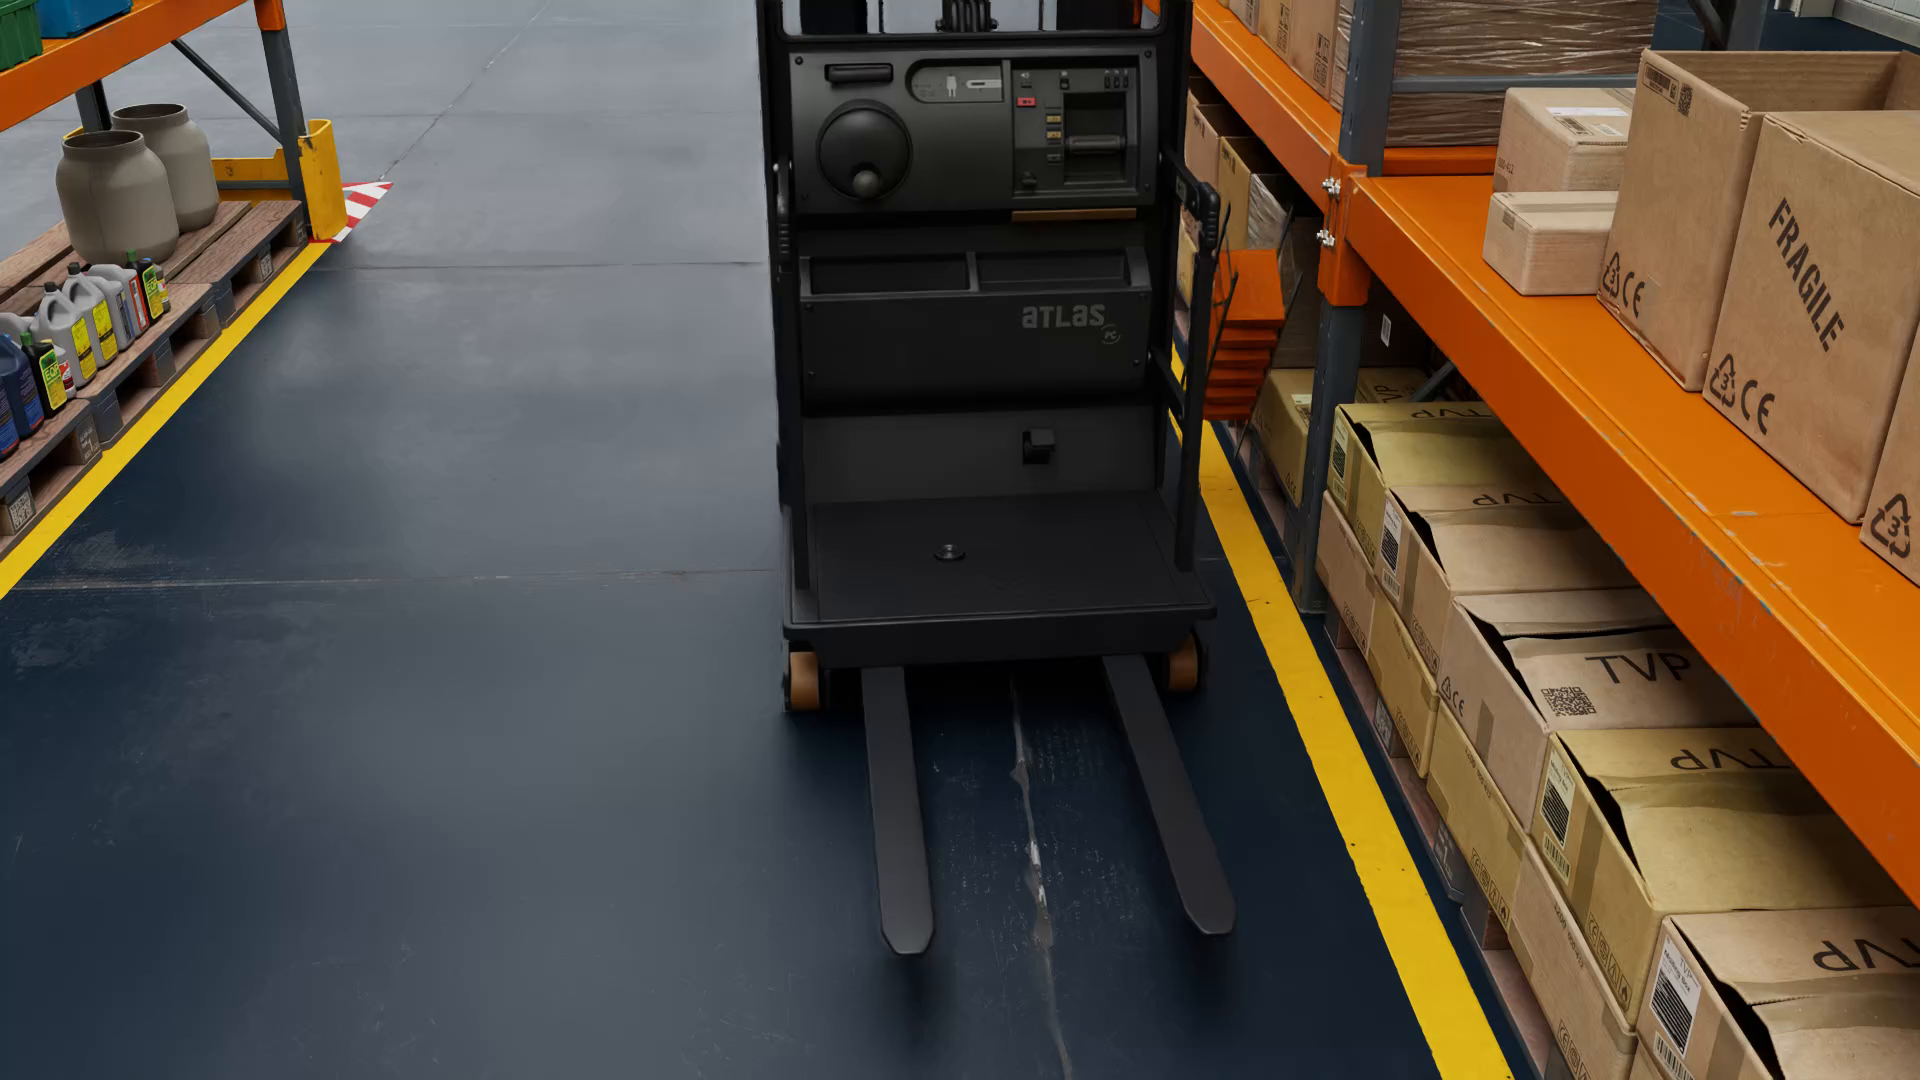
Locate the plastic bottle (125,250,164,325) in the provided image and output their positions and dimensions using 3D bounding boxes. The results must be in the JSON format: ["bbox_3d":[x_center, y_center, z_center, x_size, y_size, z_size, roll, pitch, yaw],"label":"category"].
[{"bbox_3d":[-3.115,-0.976,6.340,0.061,0.283,0.133,-1,28,-1],"label":"plastic bottle"}]

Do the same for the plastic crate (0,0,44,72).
[{"bbox_3d":[-3.254,-1.569,5.244,0.450,0.188,0.662,-1,28,-3],"label":"plastic crate"}]

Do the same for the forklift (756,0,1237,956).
[{"bbox_3d":[0.062,-1.010,4.017,1.130,2.935,3.031,-3,28,-5],"label":"forklift"}]

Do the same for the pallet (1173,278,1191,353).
[{"bbox_3d":[1.416,-0.844,6.640,1.003,0.211,1.213,-1,28,-3],"label":"pallet"}]

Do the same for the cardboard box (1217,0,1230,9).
[{"bbox_3d":[1.337,-2.351,6.406,0.700,0.500,0.500,-1,28,-2],"label":"cardboard box"}]

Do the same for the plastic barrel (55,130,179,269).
[{"bbox_3d":[-3.537,-1.426,6.977,0.421,0.512,0.421,0,28,0],"label":"plastic barrel"}]

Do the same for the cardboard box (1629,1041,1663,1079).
[{"bbox_3d":[1.366,1.026,2.559,0.500,0.250,0.500,-1,28,-1],"label":"cardboard box"}]

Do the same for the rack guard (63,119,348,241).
[{"bbox_3d":[-3.623,-1.734,8.035,1.175,0.500,0.348,-1,28,-3],"label":"rack guard"}]

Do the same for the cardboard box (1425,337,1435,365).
[{"bbox_3d":[1.737,-0.899,5.439,0.500,0.500,0.500,-1,28,-3],"label":"cardboard box"}]

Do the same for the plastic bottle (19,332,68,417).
[{"bbox_3d":[-3.069,-0.567,5.556,0.061,0.283,0.133,0,28,0],"label":"plastic bottle"}]

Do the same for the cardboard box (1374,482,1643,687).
[{"bbox_3d":[1.276,0.065,3.794,0.500,0.311,0.500,-2,28,-3],"label":"cardboard box"}]

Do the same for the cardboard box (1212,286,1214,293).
[{"bbox_3d":[1.183,-0.785,6.030,0.500,0.250,0.500,-1,28,-3],"label":"cardboard box"}]

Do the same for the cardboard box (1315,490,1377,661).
[{"bbox_3d":[1.256,0.078,4.376,0.500,0.250,0.500,-2,28,-4],"label":"cardboard box"}]

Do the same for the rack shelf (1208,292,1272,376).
[{"bbox_3d":[0.857,-0.643,5.159,0.180,0.103,0.258,-2,67,-1],"label":"rack shelf"}]

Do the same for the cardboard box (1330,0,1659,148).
[{"bbox_3d":[1.453,-1.396,4.575,0.700,0.500,0.500,-2,28,-4],"label":"cardboard box"}]

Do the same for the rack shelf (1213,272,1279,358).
[{"bbox_3d":[0.857,-0.689,5.048,0.180,0.103,0.258,-2,67,-1],"label":"rack shelf"}]

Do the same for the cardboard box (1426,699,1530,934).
[{"bbox_3d":[1.311,0.553,3.465,0.500,0.250,0.500,-2,28,-4],"label":"cardboard box"}]

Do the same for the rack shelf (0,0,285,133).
[{"bbox_3d":[-3.569,-1.634,5.917,1.077,0.370,4.000,-1,28,-3],"label":"rack shelf"}]

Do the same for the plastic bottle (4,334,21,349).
[{"bbox_3d":[-3.147,-0.552,5.539,0.097,0.271,0.097,0,28,0],"label":"plastic bottle"}]

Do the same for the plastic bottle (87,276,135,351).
[{"bbox_3d":[-3.147,-0.845,6.097,0.152,0.276,0.135,-2,28,-4],"label":"plastic bottle"}]

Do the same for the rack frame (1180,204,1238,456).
[{"bbox_3d":[0.765,-0.611,5.227,0.006,1.200,0.240,-2,67,-1],"label":"rack frame"}]

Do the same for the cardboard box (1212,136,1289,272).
[{"bbox_3d":[1.195,-1.118,5.858,0.500,0.500,0.500,-1,28,-3],"label":"cardboard box"}]

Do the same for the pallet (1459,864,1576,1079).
[{"bbox_3d":[1.626,0.993,3.117,1.003,0.211,1.213,-1,28,-3],"label":"pallet"}]

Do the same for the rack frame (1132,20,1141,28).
[{"bbox_3d":[1.273,-2.994,7.748,1.000,3.000,0.127,-1,28,-3],"label":"rack frame"}]

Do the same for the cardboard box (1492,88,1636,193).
[{"bbox_3d":[1.552,-0.854,3.807,0.500,0.250,0.500,0,28,1],"label":"cardboard box"}]

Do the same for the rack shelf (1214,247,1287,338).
[{"bbox_3d":[0.858,-0.736,4.937,0.180,0.103,0.258,-2,67,-1],"label":"rack shelf"}]

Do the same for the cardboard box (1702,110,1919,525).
[{"bbox_3d":[1.560,-0.362,2.592,0.500,0.500,0.500,-1,28,-3],"label":"cardboard box"}]

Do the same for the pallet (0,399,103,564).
[{"bbox_3d":[-3.458,-0.104,5.221,1.003,0.211,1.213,-1,28,-3],"label":"pallet"}]

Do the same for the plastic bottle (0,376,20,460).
[{"bbox_3d":[-3.092,-0.433,5.225,0.144,0.351,0.185,-1,28,-1],"label":"plastic bottle"}]

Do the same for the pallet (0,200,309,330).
[{"bbox_3d":[-3.585,-1.231,7.382,1.003,0.211,1.213,-1,28,-3],"label":"pallet"}]

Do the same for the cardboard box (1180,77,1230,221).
[{"bbox_3d":[1.146,-1.580,6.743,0.500,0.500,0.500,-1,28,-3],"label":"cardboard box"}]

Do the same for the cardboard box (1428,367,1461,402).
[{"bbox_3d":[1.761,-0.336,5.169,0.500,0.250,0.500,-1,28,-3],"label":"cardboard box"}]

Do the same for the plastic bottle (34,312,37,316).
[{"bbox_3d":[-3.252,-0.713,5.923,0.097,0.201,0.097,0,28,0],"label":"plastic bottle"}]

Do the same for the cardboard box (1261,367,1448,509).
[{"bbox_3d":[1.240,-0.323,5.145,0.500,0.250,0.500,-1,28,-3],"label":"cardboard box"}]

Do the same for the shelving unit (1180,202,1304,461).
[{"bbox_3d":[0.856,-0.613,5.228,0.189,1.200,0.258,-2,67,-1],"label":"shelving unit"}]

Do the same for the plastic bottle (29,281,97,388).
[{"bbox_3d":[-3.124,-0.716,5.768,0.144,0.351,0.185,-2,28,-3],"label":"plastic bottle"}]

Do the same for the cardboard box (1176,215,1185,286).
[{"bbox_3d":[1.135,-1.247,6.916,0.500,0.250,0.500,-1,28,-3],"label":"cardboard box"}]

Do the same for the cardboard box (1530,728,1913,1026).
[{"bbox_3d":[1.337,0.544,2.876,0.500,0.311,0.500,-1,28,-1],"label":"cardboard box"}]

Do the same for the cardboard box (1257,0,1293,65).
[{"bbox_3d":[1.396,-1.872,5.487,0.700,0.500,0.500,-1,28,-2],"label":"cardboard box"}]

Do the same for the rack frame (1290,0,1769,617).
[{"bbox_3d":[1.482,-1.147,4.206,1.000,3.000,0.127,-1,28,-3],"label":"rack frame"}]
